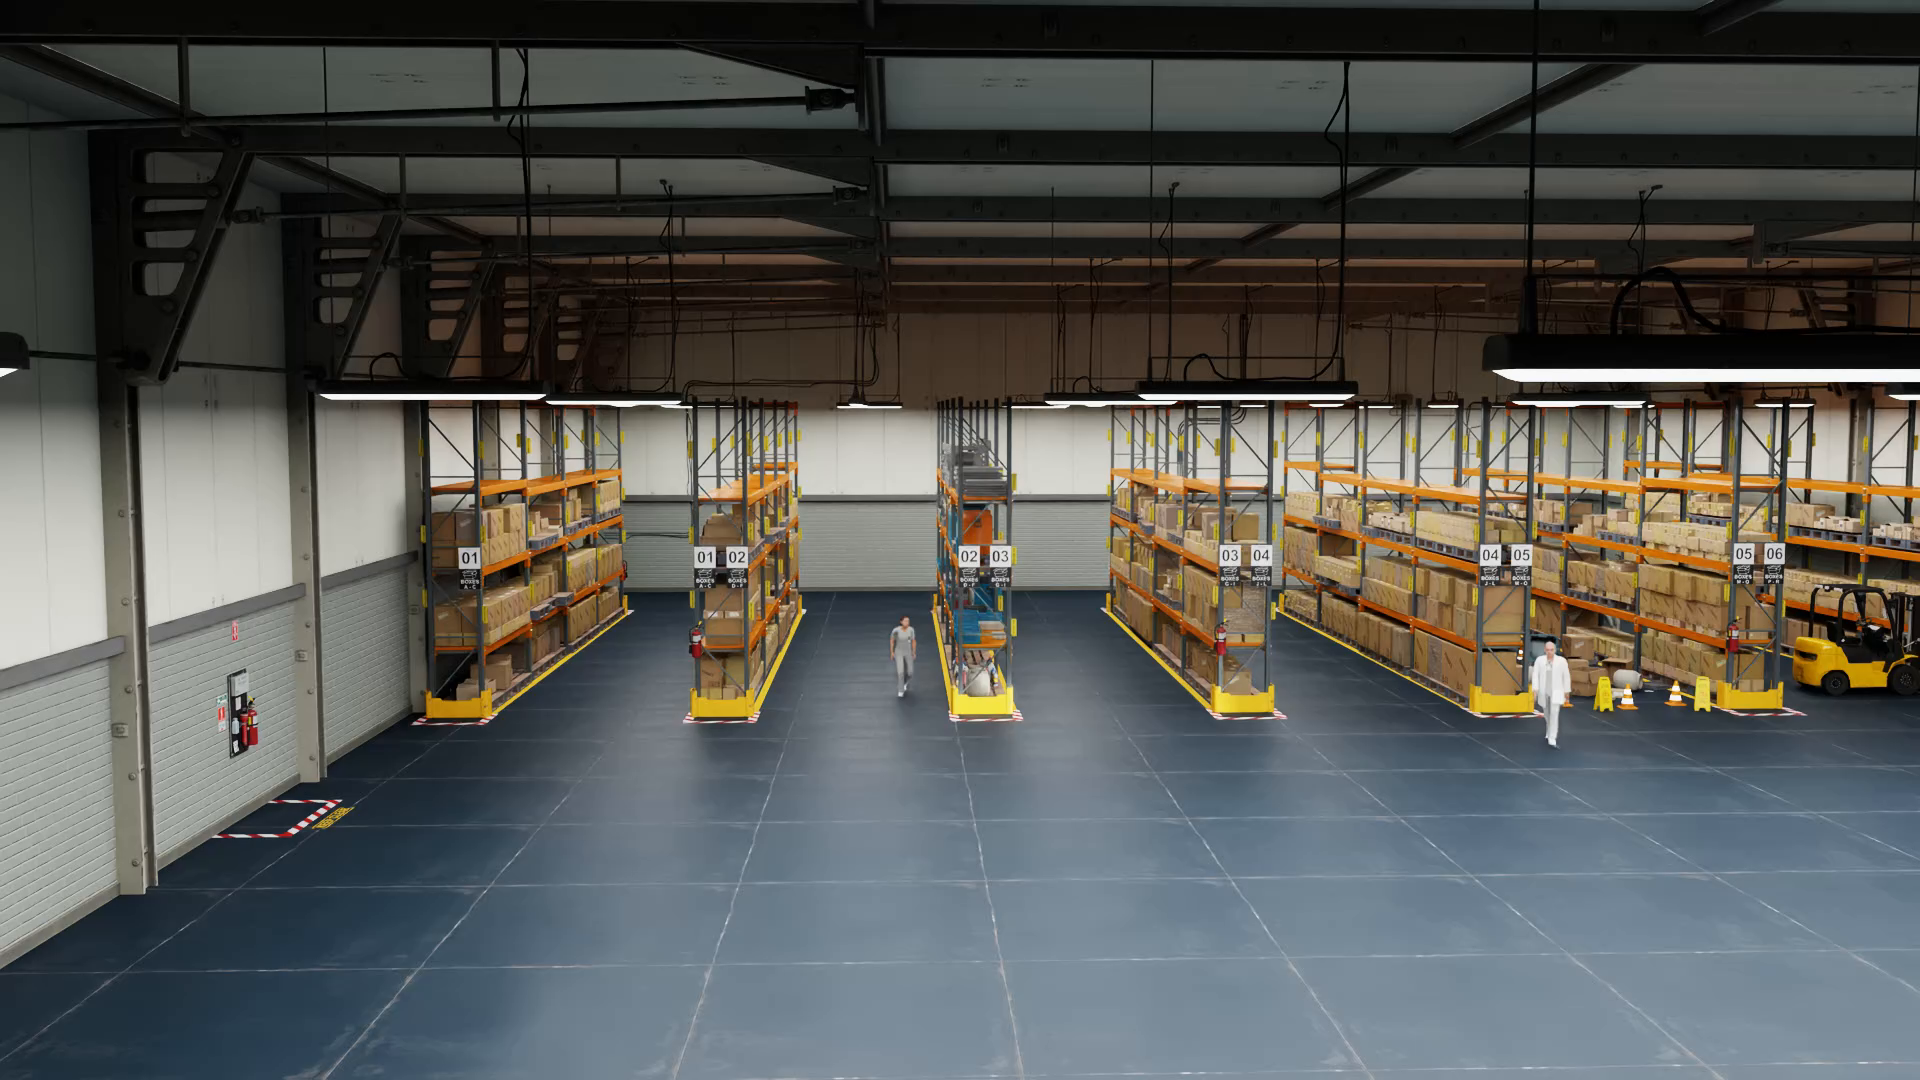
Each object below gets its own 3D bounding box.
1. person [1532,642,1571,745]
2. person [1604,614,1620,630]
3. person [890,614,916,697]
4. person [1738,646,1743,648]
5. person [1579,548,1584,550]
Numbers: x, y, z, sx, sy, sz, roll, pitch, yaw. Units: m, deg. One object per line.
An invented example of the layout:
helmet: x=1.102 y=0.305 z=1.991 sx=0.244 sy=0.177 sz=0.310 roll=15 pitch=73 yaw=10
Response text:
person: x=10.145 y=2.620 z=28.609 sx=0.611 sy=1.735 sz=1.063 roll=3 pitch=6 yaw=37
person: x=16.812 y=1.596 z=42.749 sx=0.519 sy=1.707 sz=0.344 roll=-2 pitch=5 yaw=-29
person: x=-1.180 y=2.431 z=33.670 sx=0.503 sy=1.411 sz=0.610 roll=-1 pitch=5 yaw=-18
person: x=16.876 y=2.123 z=36.235 sx=0.585 sy=1.610 sz=0.748 roll=-1 pitch=4 yaw=-10
person: x=18.588 y=1.044 z=49.701 sx=0.561 sy=1.642 sz=0.470 roll=0 pitch=4 yaw=-5
